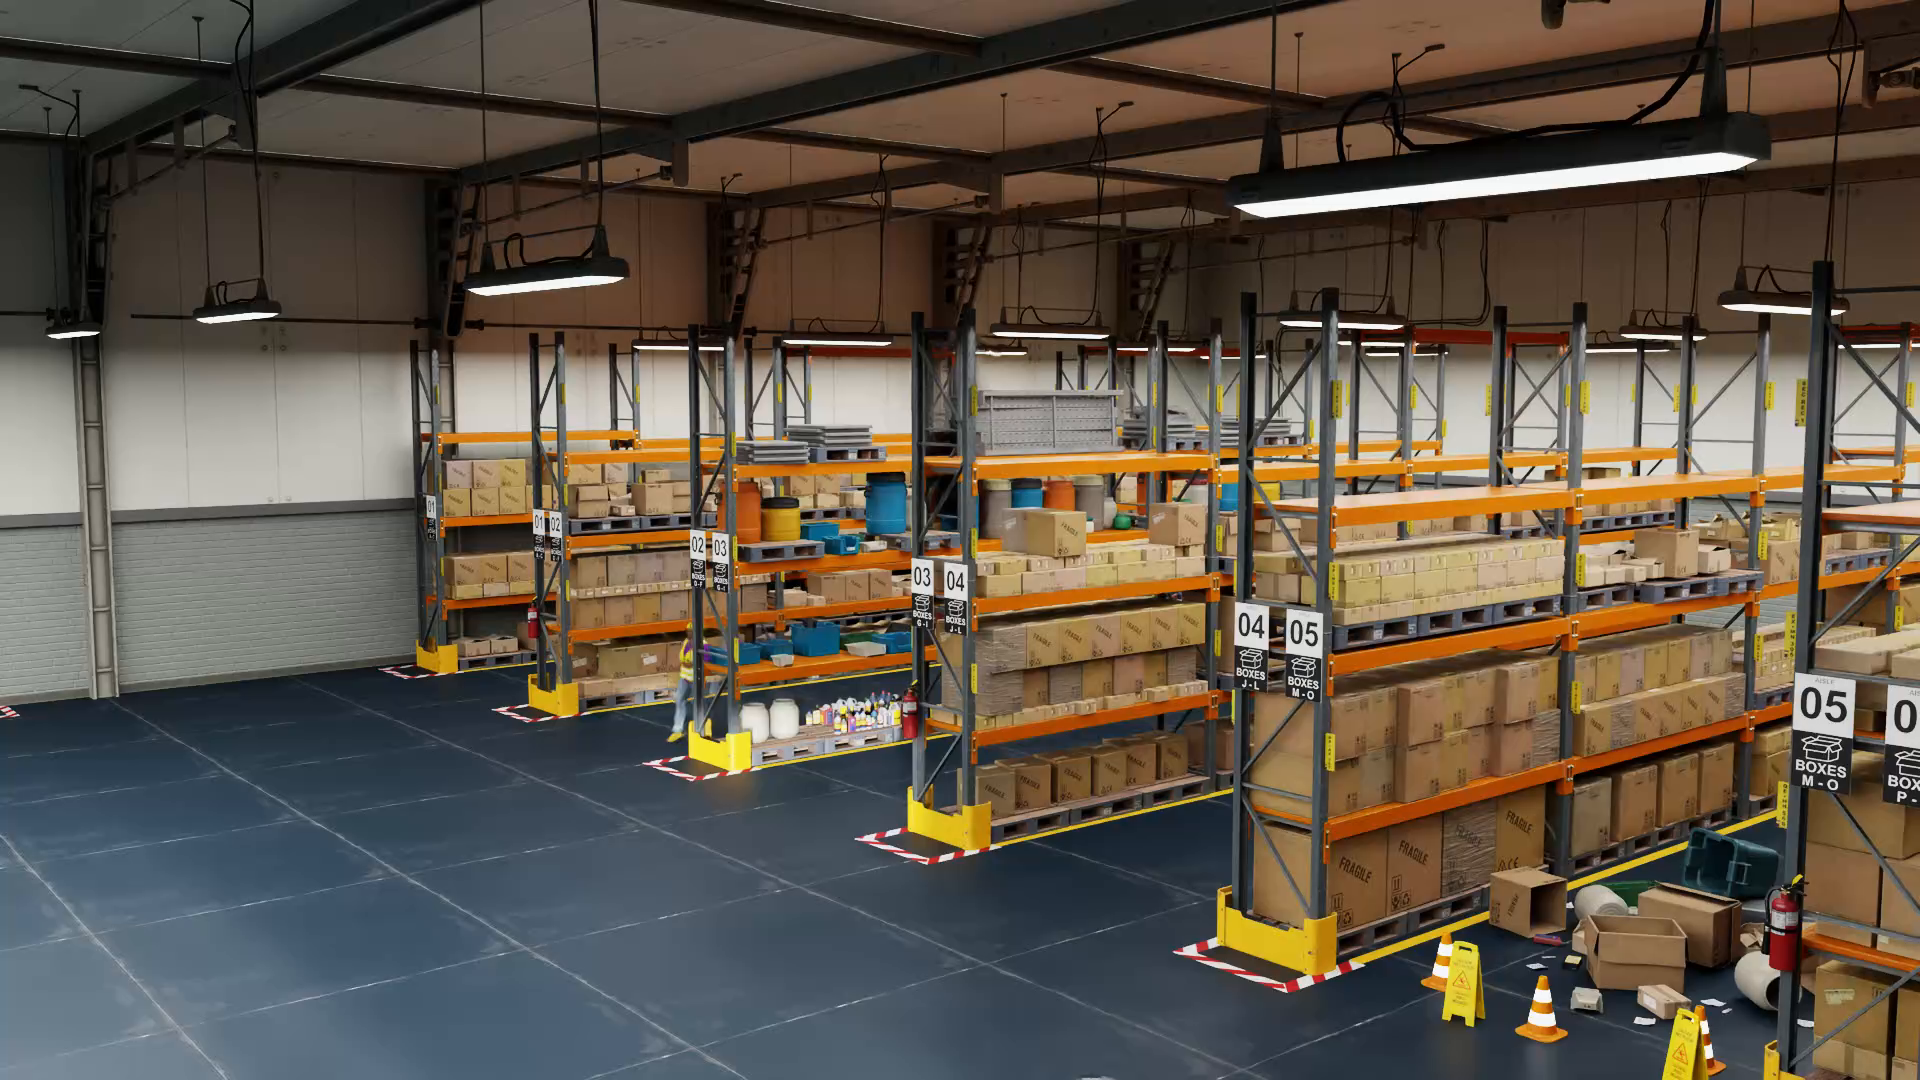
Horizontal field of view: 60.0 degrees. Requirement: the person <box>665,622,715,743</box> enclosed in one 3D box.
[{"bbox_3d":[-3.839,2.061,24.301,0.715,1.801,0.879,4,7,39],"label":"person"}]
